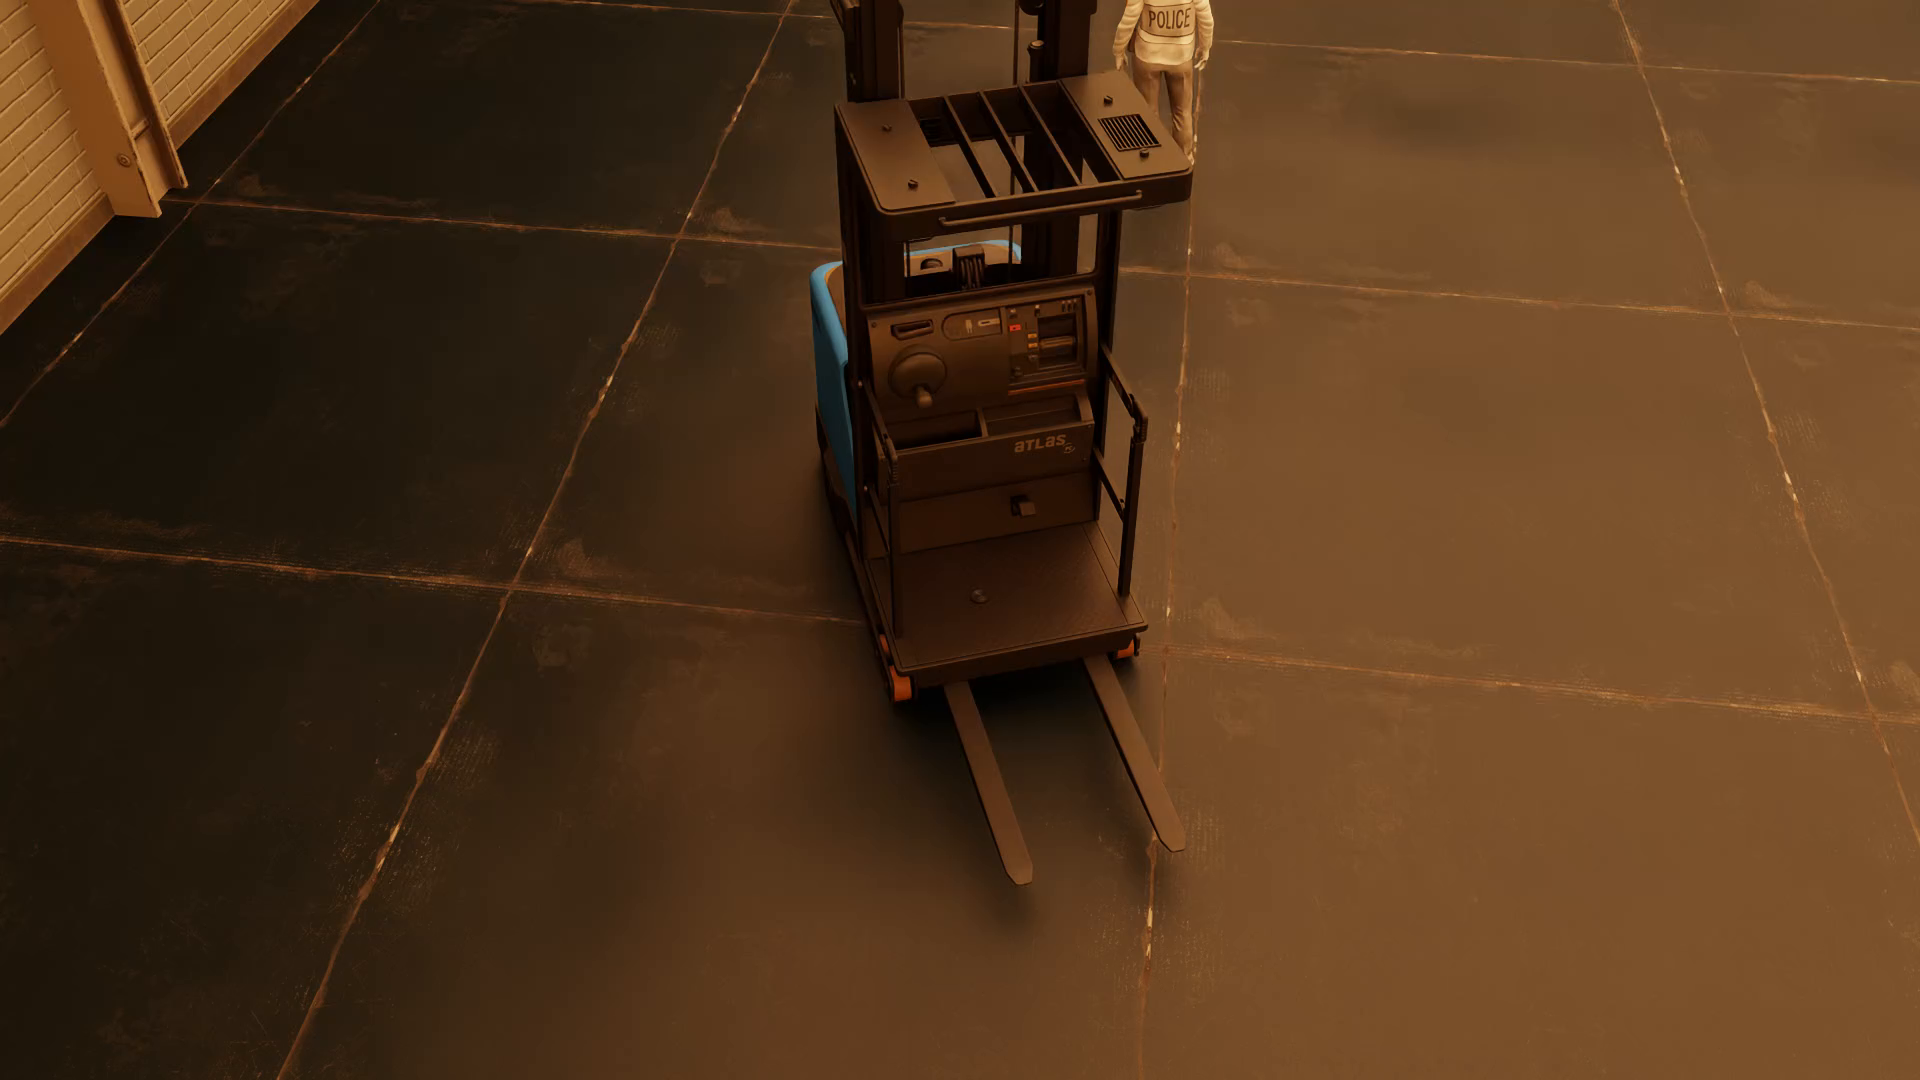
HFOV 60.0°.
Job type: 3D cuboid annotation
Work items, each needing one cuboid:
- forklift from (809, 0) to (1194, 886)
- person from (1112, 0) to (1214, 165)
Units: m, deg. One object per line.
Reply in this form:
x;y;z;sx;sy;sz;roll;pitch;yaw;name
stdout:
0.153;-0.681;6.465;1.130;2.935;3.031;-10;44;-11;forklift
1.182;-2.872;9.753;0.587;1.695;0.533;-1;43;-1;person
